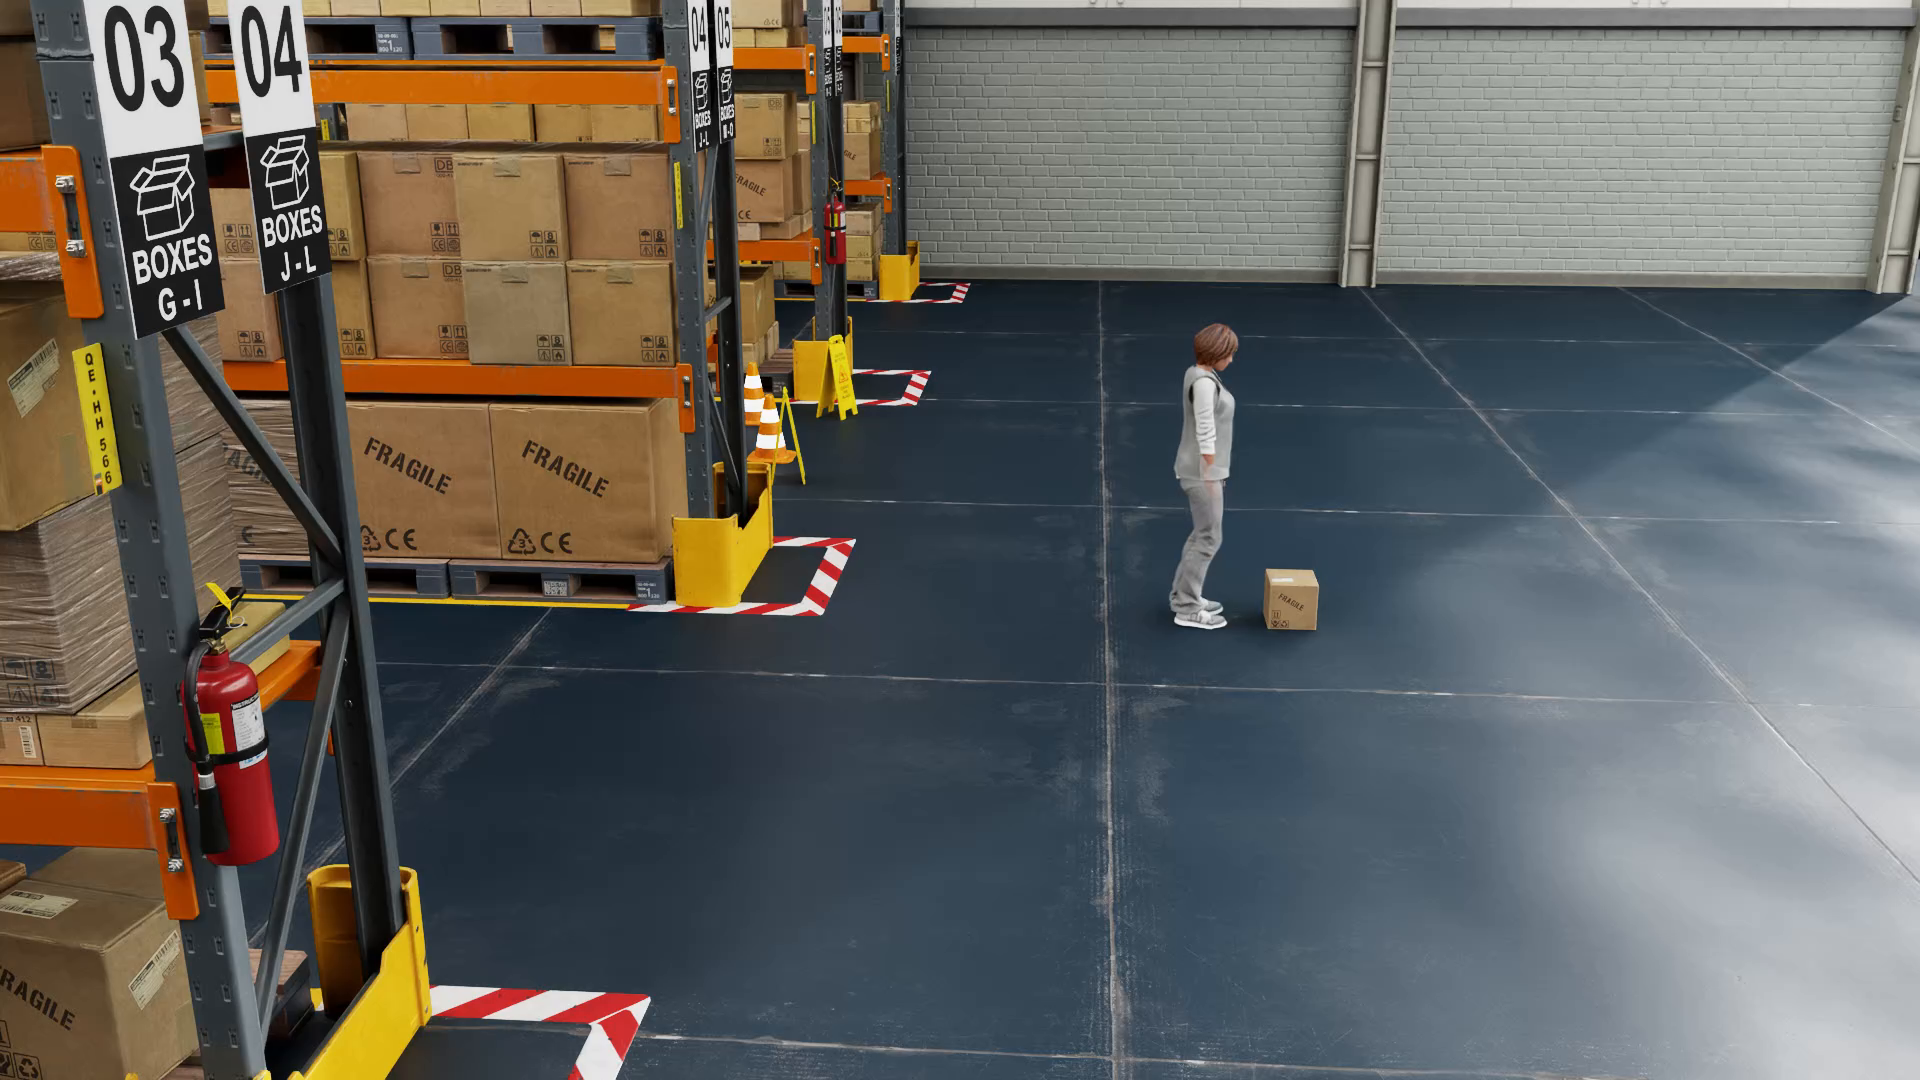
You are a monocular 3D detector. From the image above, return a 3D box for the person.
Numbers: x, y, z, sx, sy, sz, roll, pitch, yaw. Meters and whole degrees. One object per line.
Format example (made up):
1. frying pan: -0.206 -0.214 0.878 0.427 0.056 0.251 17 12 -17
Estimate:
1. person: 1.262 -0.331 8.647 0.300 1.576 0.409 2 18 5
